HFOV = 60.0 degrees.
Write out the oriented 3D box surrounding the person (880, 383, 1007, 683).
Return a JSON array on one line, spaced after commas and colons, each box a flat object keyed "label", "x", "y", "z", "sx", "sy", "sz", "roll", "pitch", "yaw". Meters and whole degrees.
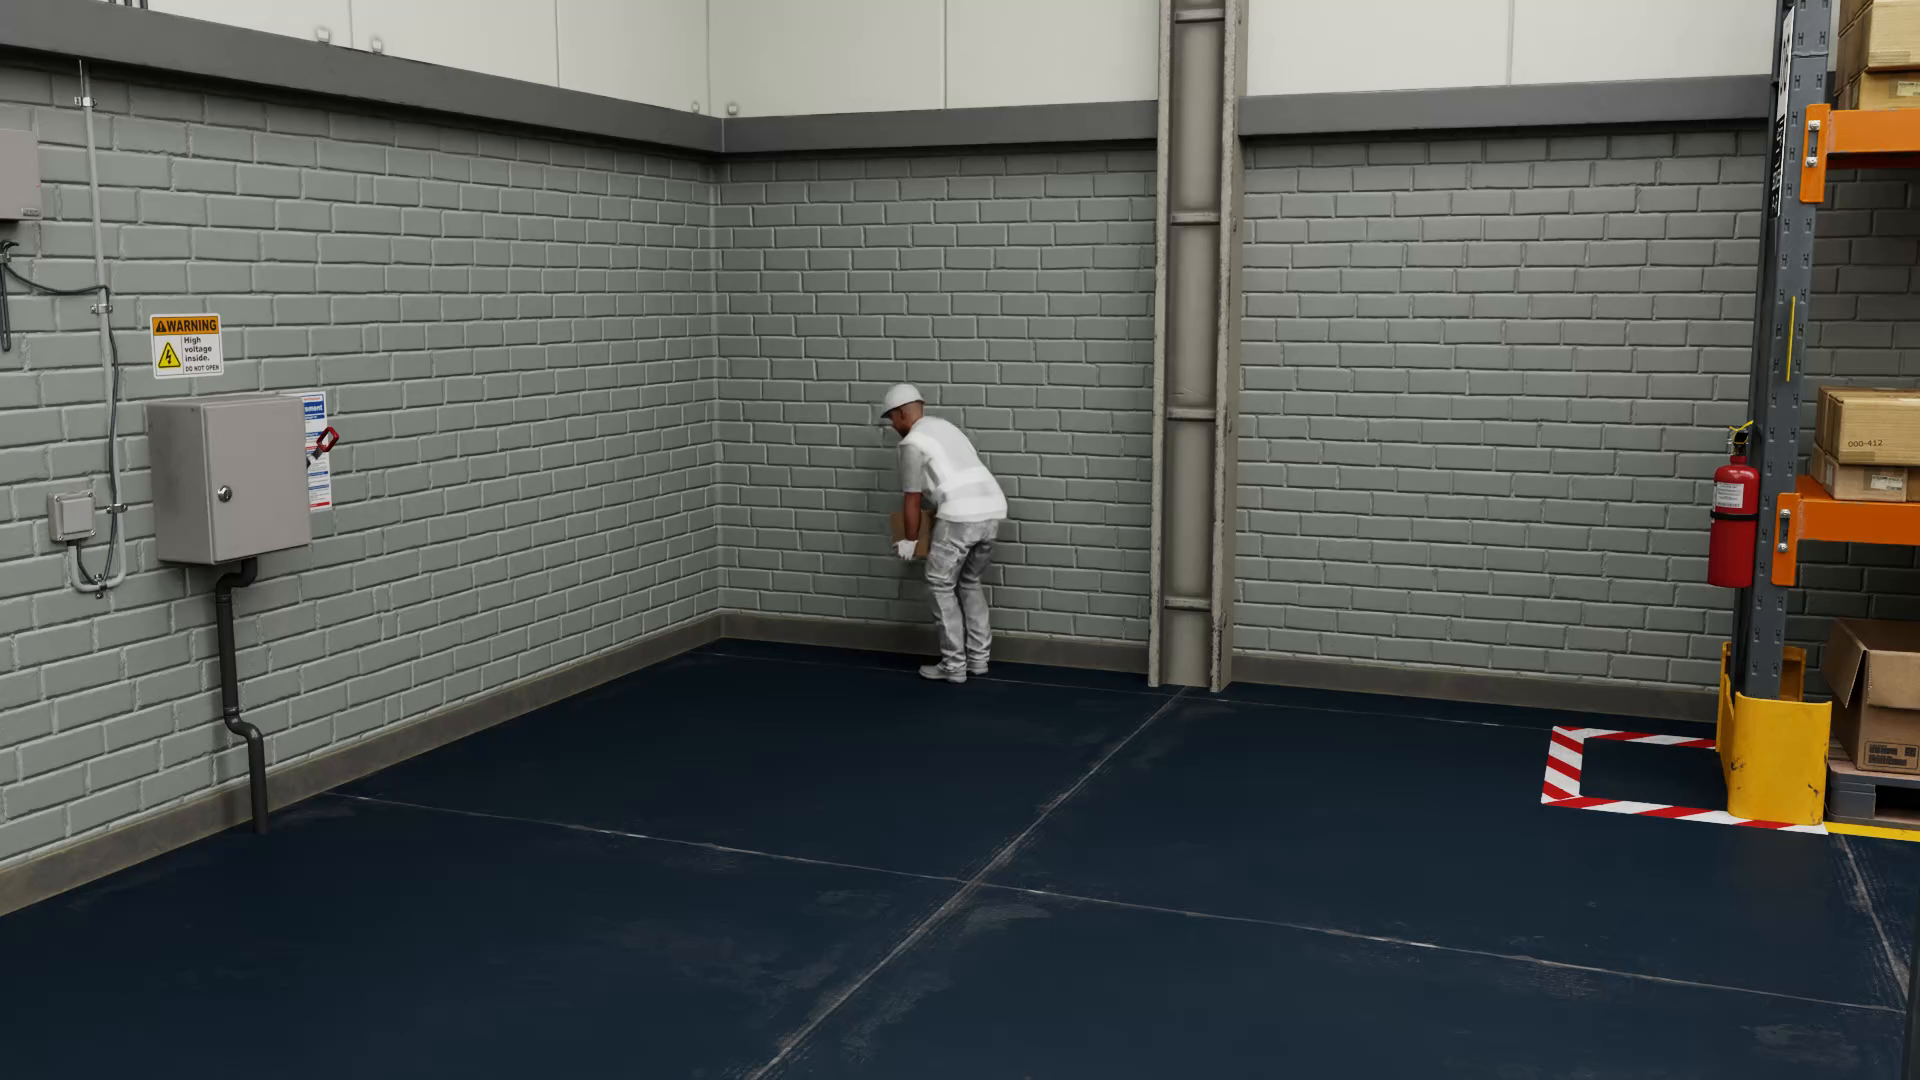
[{"label": "person", "x": -0.118, "y": -0.054, "z": 9.217, "sx": 0.771, "sy": 1.609, "sz": 0.469, "roll": 7, "pitch": 11, "yaw": 39}]
